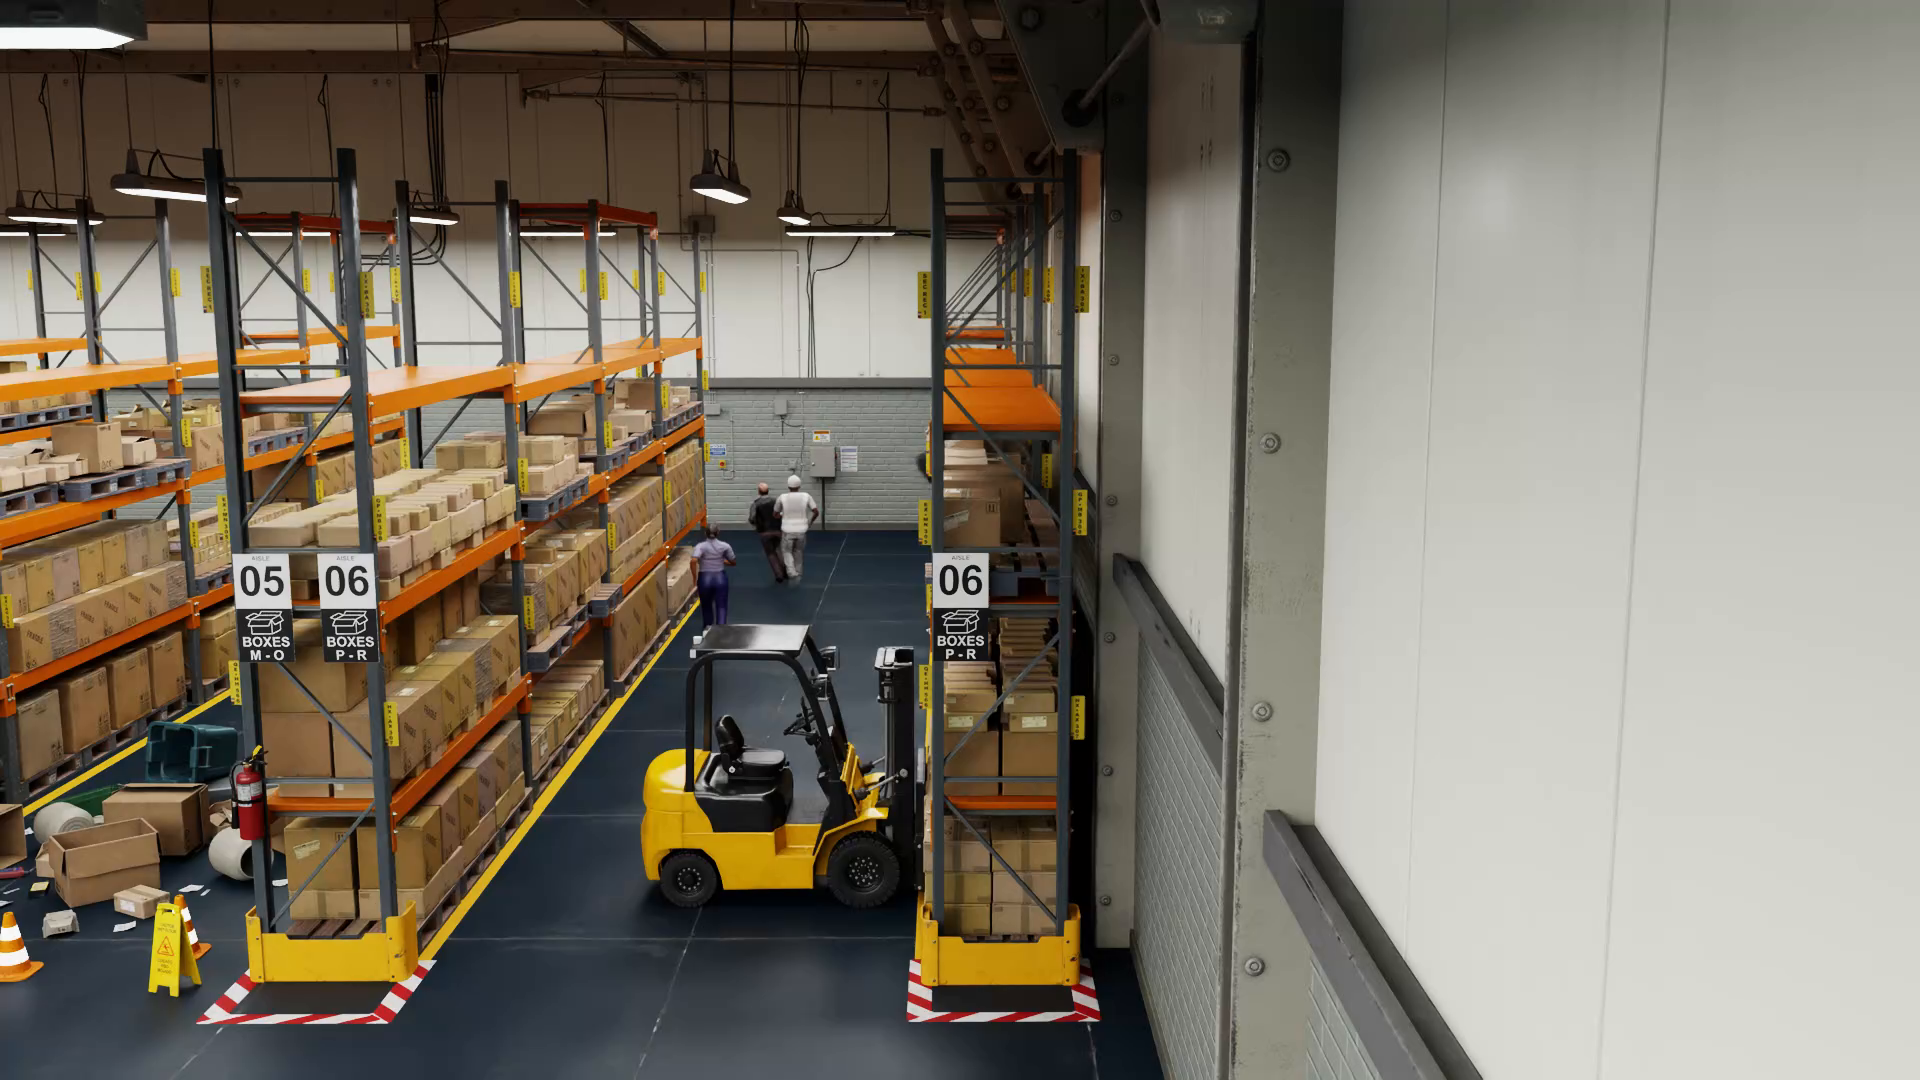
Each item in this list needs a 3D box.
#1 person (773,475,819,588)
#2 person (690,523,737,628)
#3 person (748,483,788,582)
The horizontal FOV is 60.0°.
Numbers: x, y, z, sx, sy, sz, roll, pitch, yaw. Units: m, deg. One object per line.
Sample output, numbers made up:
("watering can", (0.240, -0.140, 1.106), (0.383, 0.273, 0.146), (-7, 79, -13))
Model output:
("person", (-2.586, -0.148, 26.043), (0.706, 1.761, 0.754), (-2, 9, -14))
("person", (-3.217, 0.617, 21.713), (0.614, 1.688, 0.795), (-2, 9, -12))
("person", (-3.231, -0.134, 27.994), (0.680, 1.679, 0.574), (-5, 10, -28))
